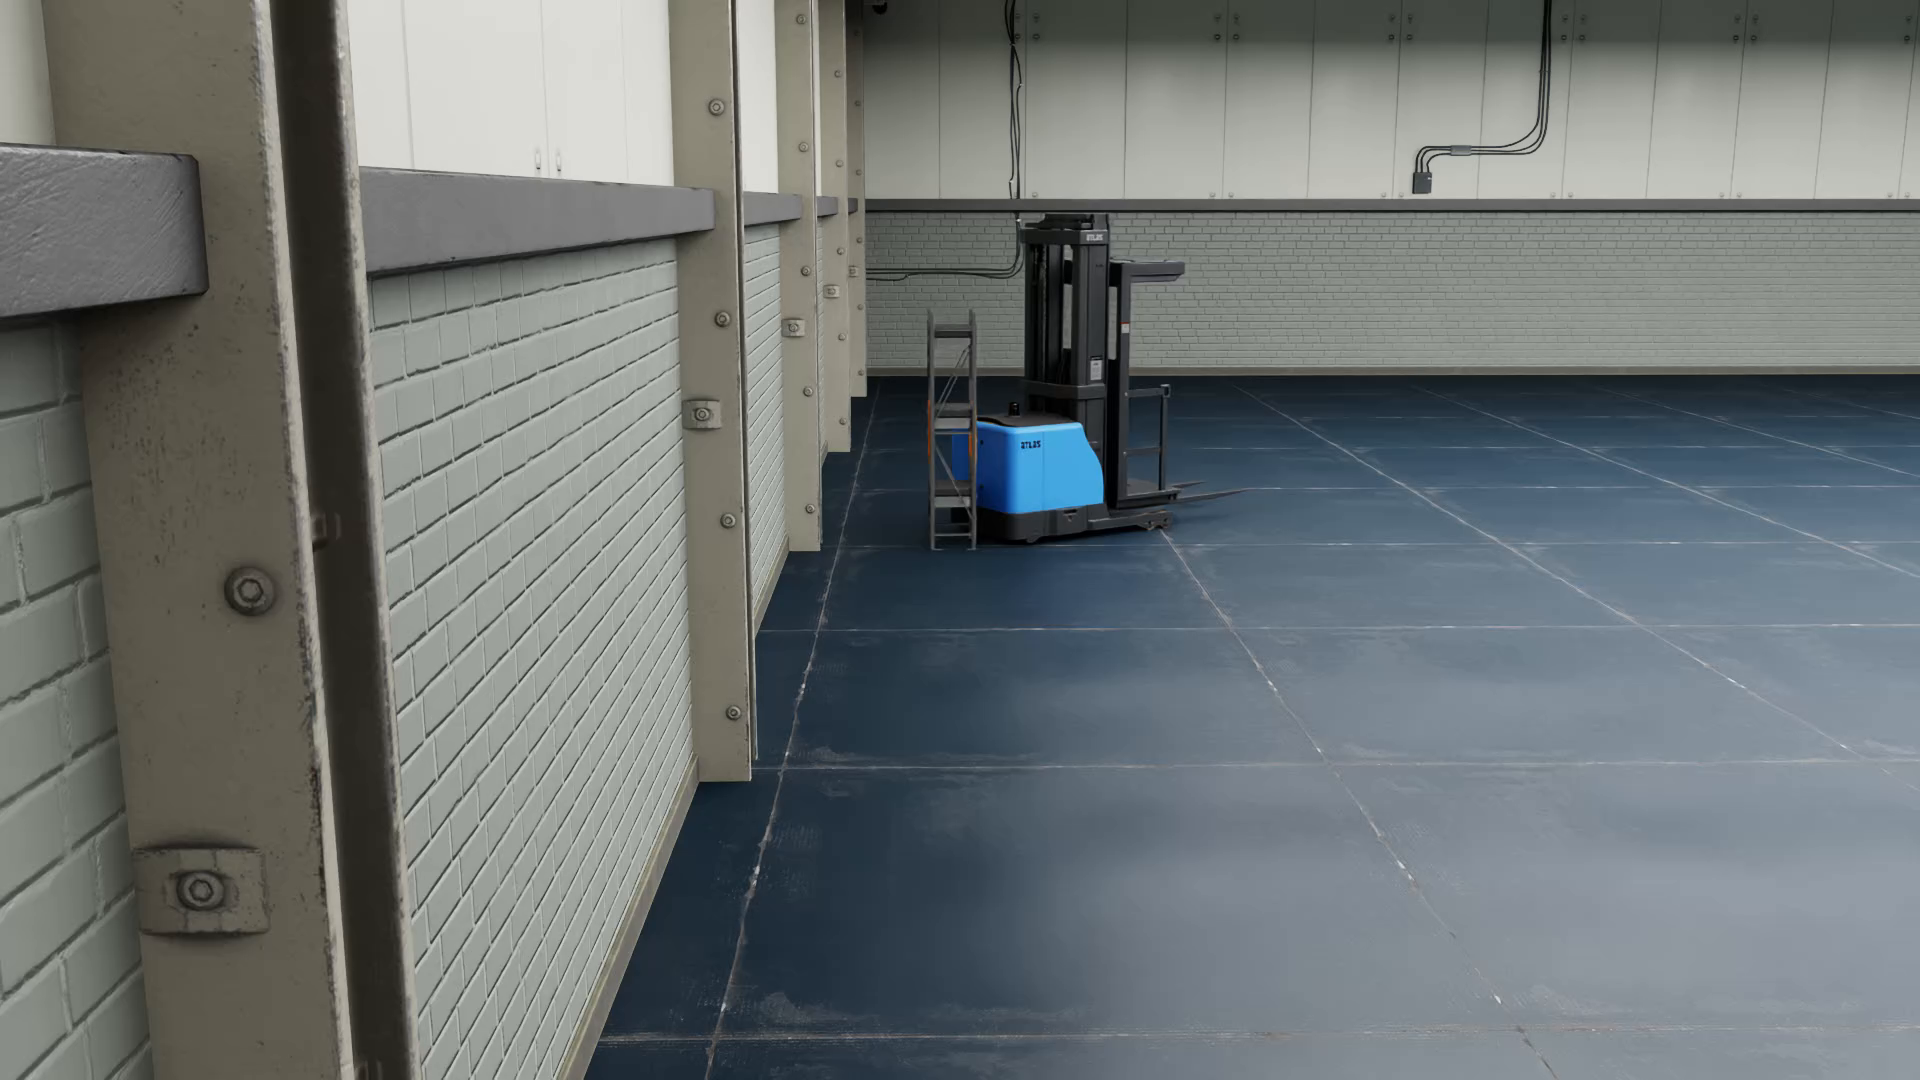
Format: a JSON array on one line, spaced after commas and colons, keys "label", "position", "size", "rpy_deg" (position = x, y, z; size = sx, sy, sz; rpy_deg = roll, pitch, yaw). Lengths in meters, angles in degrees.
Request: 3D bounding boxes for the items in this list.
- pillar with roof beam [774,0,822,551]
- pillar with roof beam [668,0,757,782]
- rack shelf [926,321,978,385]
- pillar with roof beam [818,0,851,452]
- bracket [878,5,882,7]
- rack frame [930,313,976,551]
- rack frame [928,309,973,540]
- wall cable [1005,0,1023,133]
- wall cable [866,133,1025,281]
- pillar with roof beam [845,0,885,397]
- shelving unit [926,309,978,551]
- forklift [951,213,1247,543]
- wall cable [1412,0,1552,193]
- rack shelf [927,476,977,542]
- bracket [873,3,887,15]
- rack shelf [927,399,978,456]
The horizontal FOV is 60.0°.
[{"label": "pillar with roof beam", "position": [2.900, -4.370, 14.155], "size": [9.100, 9.000, 0.400], "rpy_deg": [0, 11, -1]}, {"label": "pillar with roof beam", "position": [3.024, -3.177, 8.276], "size": [9.100, 9.000, 0.400], "rpy_deg": [0, 11, -1]}, {"label": "rack shelf", "position": [-0.074, -1.656, 14.680], "size": [0.431, 0.518, 0.480], "rpy_deg": [-1, 11, -3]}, {"label": "pillar with roof beam", "position": [2.776, -5.562, 20.034], "size": [9.100, 9.000, 0.400], "rpy_deg": [0, 11, -1]}, {"label": "bracket", "position": [-1.343, -8.939, 27.625], "size": [0.076, 0.066, 3.189], "rpy_deg": [0, 11, -1]}, {"label": "rack frame", "position": [-0.061, -0.935, 14.578], "size": [0.400, 2.100, 0.015], "rpy_deg": [-1, 11, -3]}, {"label": "rack frame", "position": [-0.087, -1.032, 15.055], "size": [0.400, 2.100, 0.015], "rpy_deg": [-1, 11, -3]}, {"label": "wall cable", "position": [2.313, -8.293, 28.601], "size": [3.097, 2.526, 0.112], "rpy_deg": [0, 11, -1]}, {"label": "wall cable", "position": [-0.391, -5.807, 29.048], "size": [3.097, 2.526, 0.112], "rpy_deg": [0, 11, -1]}, {"label": "pillar with roof beam", "position": [2.652, -6.755, 25.913], "size": [9.100, 9.000, 0.548], "rpy_deg": [0, 11, -1]}, {"label": "shelving unit", "position": [-0.074, -0.983, 14.816], "size": [0.431, 2.100, 0.503], "rpy_deg": [-1, 11, -3]}, {"label": "forklift", "position": [1.423, -1.608, 15.805], "size": [3.031, 2.935, 1.130], "rpy_deg": [-7, 14, -33]}, {"label": "wall cable", "position": [9.100, -9.031, 28.578], "size": [2.305, 6.003, 0.169], "rpy_deg": [0, 11, -1]}, {"label": "rack shelf", "position": [-0.074, -0.284, 14.958], "size": [0.431, 0.518, 0.480], "rpy_deg": [-1, 11, -3]}, {"label": "bracket", "position": [-1.355, -9.056, 28.204], "size": [0.235, 0.232, 0.430], "rpy_deg": [0, 11, -1]}, {"label": "rack shelf", "position": [-0.074, -0.970, 14.819], "size": [0.431, 0.518, 0.480], "rpy_deg": [-1, 11, -3]}]
